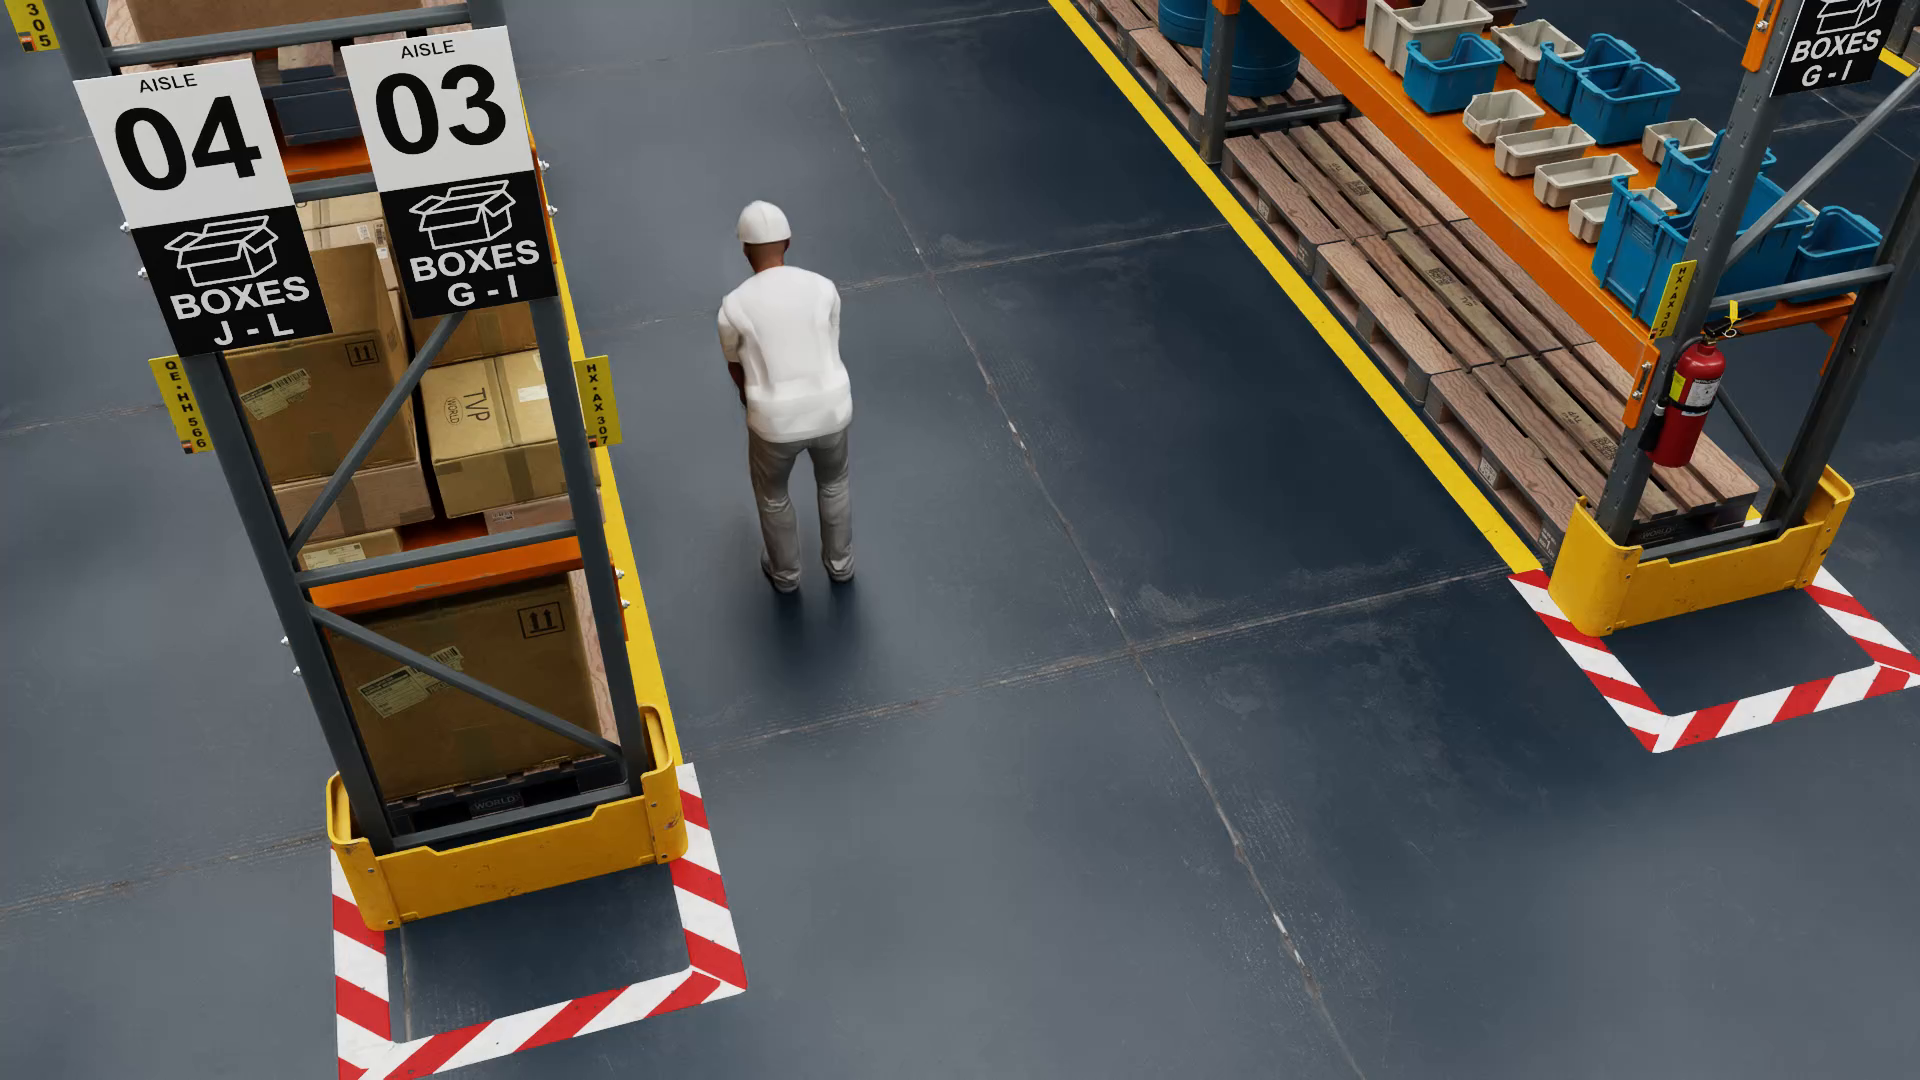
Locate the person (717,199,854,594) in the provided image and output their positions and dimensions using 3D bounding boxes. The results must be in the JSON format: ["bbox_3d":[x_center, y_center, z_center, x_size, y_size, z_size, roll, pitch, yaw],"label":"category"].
[{"bbox_3d":[-0.707,-0.562,6.818,0.495,1.697,0.625,-13,43,-14],"label":"person"}]
